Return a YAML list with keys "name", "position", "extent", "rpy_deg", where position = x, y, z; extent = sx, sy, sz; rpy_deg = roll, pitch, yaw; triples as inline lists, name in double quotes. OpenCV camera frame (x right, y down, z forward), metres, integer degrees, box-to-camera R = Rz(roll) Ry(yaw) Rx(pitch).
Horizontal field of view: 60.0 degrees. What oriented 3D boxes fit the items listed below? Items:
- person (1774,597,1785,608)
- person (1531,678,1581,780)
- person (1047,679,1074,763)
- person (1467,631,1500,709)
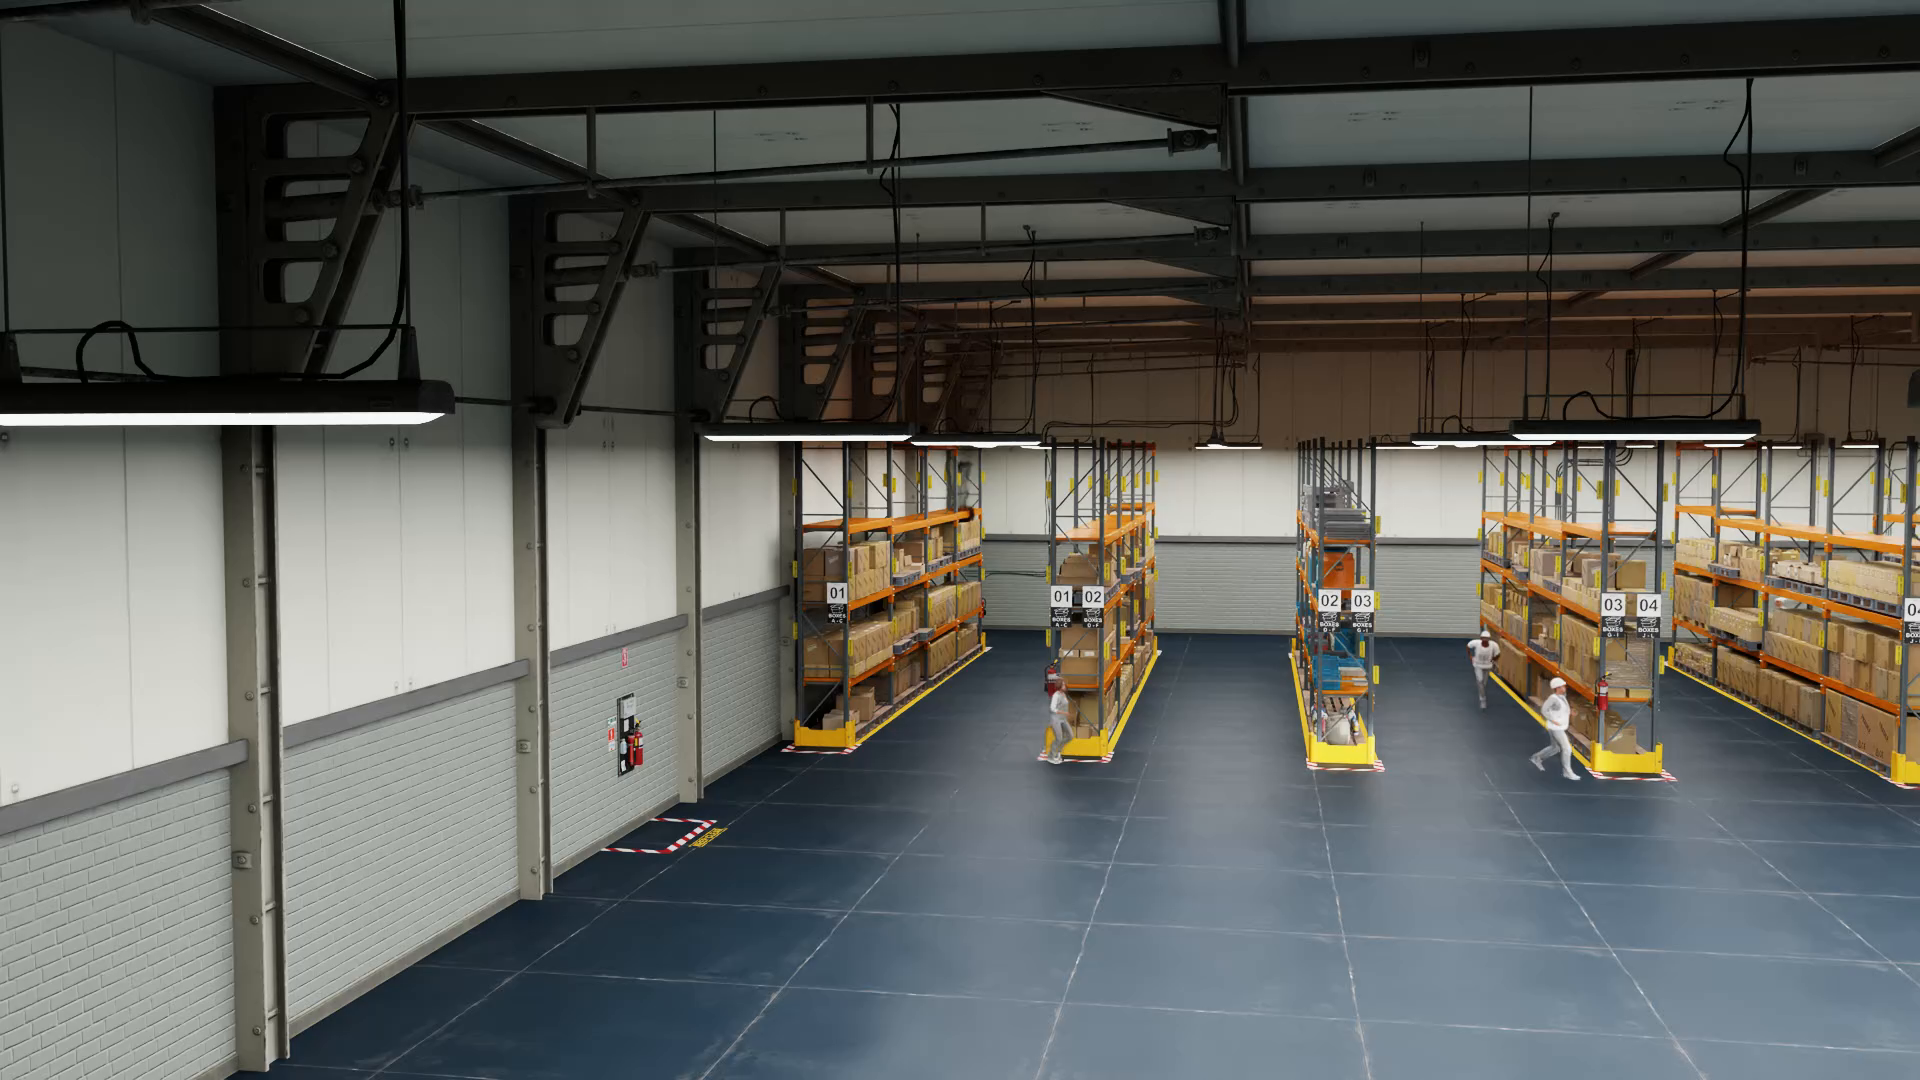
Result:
- name: "person"
  position: [22.582, 2.425, 45.877]
  extent: [0.616, 1.732, 0.661]
  rpy_deg: [0, 3, -2]
- name: "person"
  position: [10.436, 3.298, 29.170]
  extent: [0.876, 1.784, 0.671]
  rpy_deg: [2, 3, 30]
- name: "person"
  position: [1.840, 3.320, 30.418]
  extent: [0.576, 1.561, 0.533]
  rpy_deg: [2, 4, 33]
- name: "person"
  position: [11.811, 2.902, 37.563]
  extent: [0.719, 1.768, 0.961]
  rpy_deg: [1, 3, 10]
